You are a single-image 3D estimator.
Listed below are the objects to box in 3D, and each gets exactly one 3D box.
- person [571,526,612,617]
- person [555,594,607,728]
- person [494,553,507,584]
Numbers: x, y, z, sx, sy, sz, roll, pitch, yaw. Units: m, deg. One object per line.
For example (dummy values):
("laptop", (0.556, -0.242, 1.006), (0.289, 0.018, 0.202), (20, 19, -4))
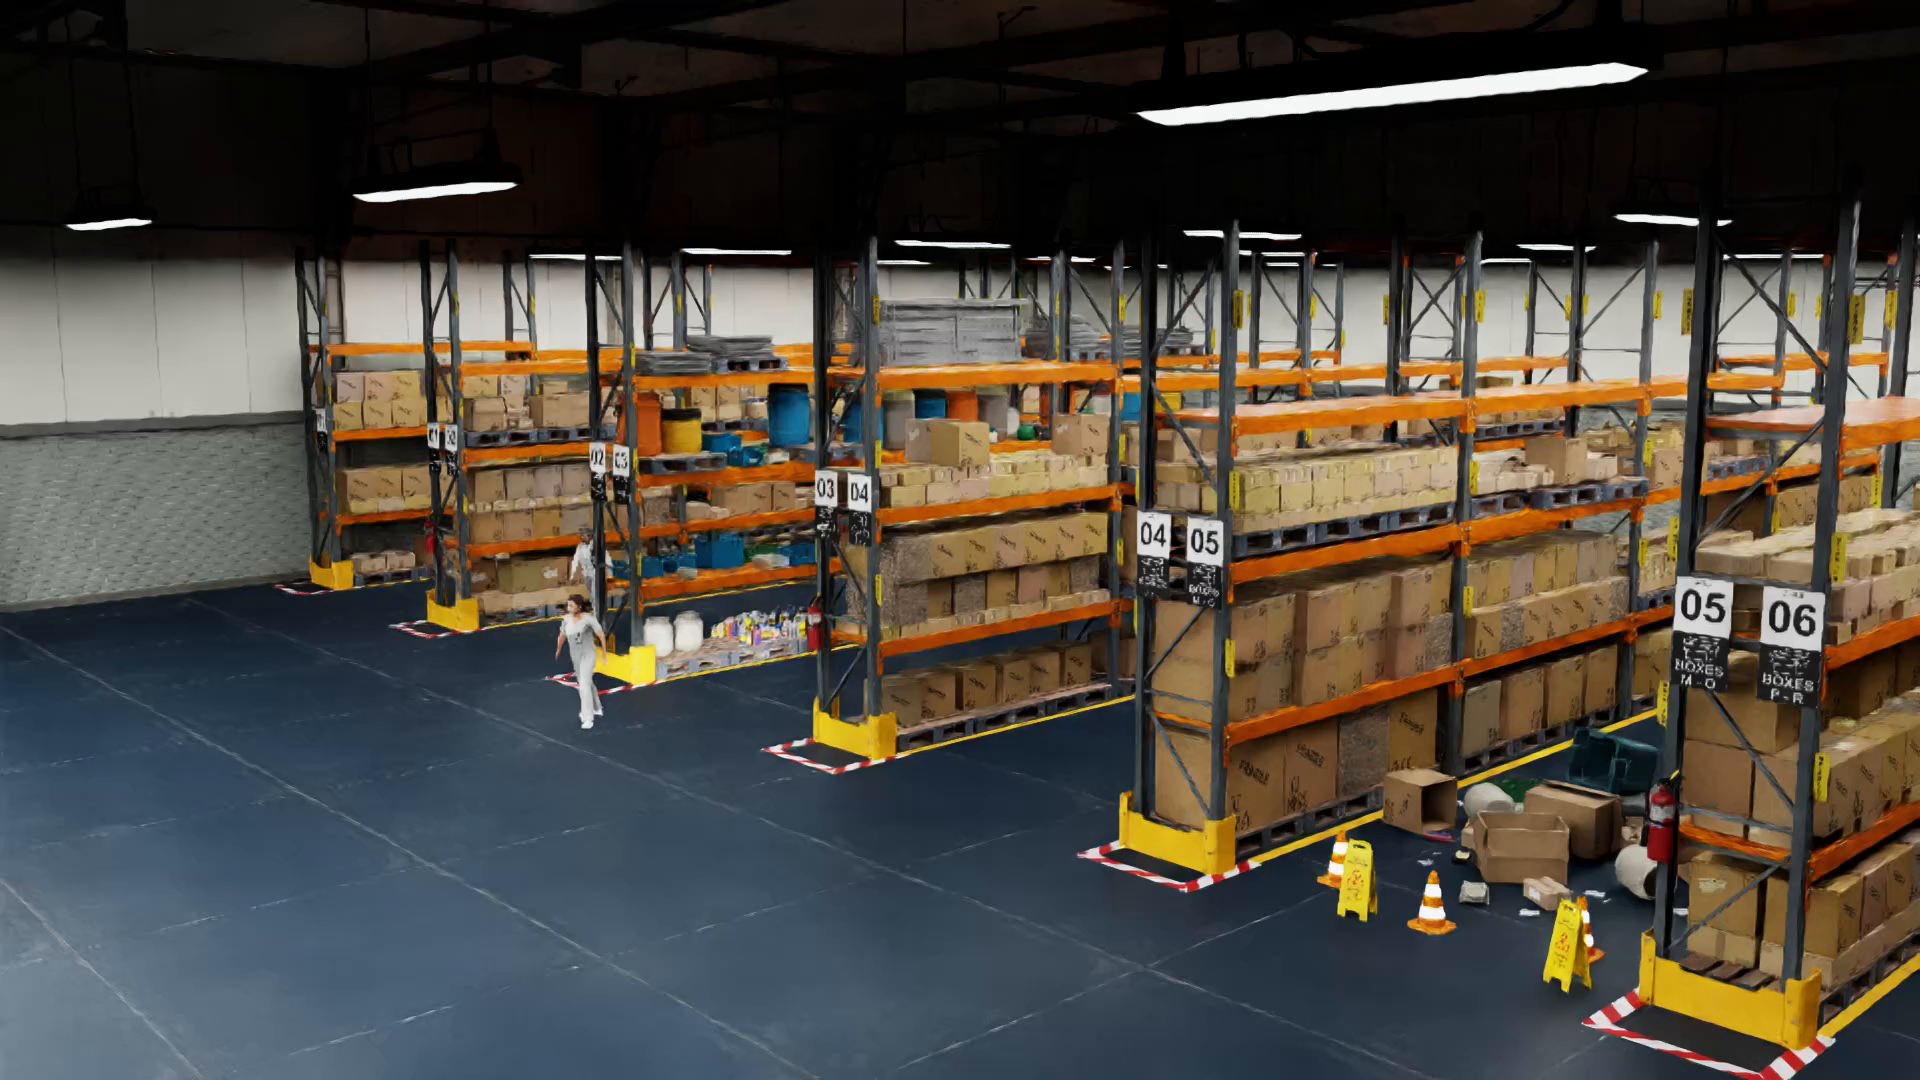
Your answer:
("person", (-5.719, 0.562, 25.991), (0.644, 1.615, 0.783), (5, 10, 28))
("person", (-4.529, 1.426, 20.117), (0.613, 1.607, 0.802), (4, 9, 28))
("person", (-8.243, -0.049, 29.733), (0.686, 1.716, 0.829), (5, 10, 29))
